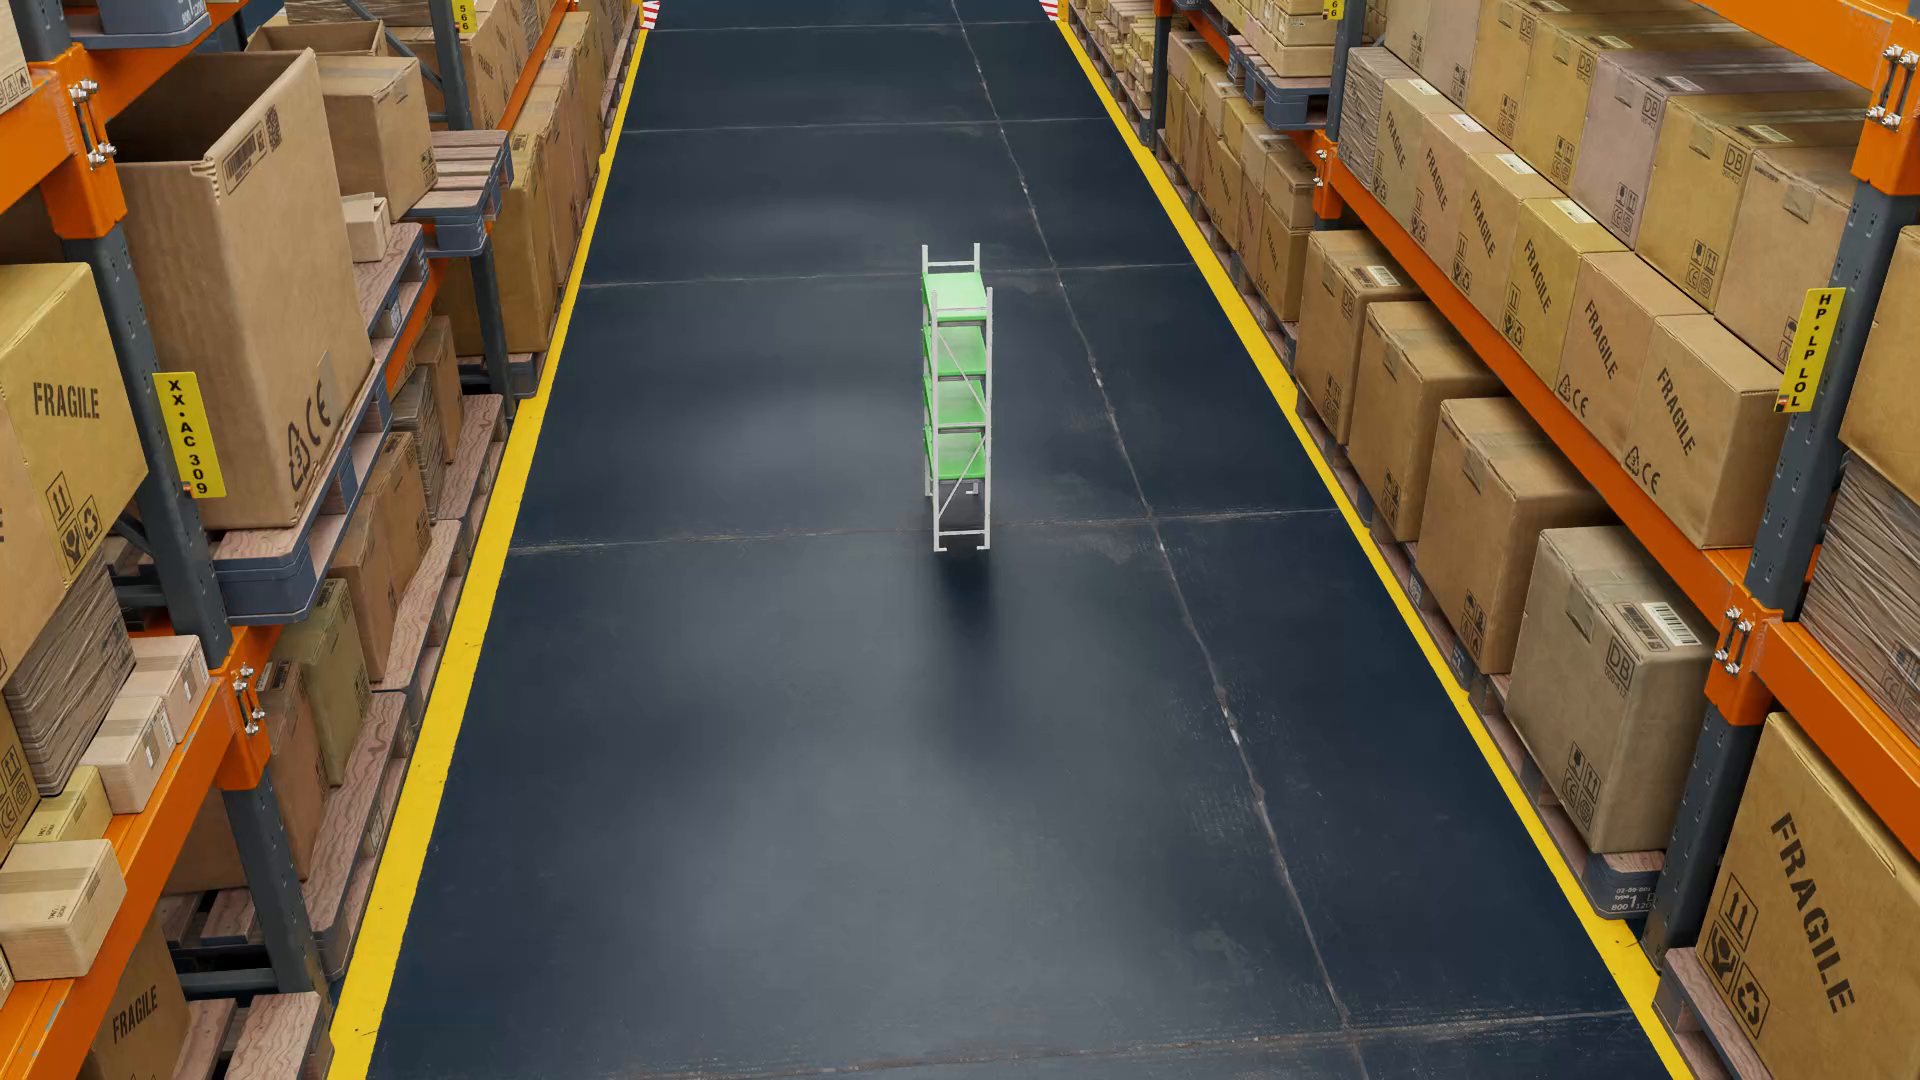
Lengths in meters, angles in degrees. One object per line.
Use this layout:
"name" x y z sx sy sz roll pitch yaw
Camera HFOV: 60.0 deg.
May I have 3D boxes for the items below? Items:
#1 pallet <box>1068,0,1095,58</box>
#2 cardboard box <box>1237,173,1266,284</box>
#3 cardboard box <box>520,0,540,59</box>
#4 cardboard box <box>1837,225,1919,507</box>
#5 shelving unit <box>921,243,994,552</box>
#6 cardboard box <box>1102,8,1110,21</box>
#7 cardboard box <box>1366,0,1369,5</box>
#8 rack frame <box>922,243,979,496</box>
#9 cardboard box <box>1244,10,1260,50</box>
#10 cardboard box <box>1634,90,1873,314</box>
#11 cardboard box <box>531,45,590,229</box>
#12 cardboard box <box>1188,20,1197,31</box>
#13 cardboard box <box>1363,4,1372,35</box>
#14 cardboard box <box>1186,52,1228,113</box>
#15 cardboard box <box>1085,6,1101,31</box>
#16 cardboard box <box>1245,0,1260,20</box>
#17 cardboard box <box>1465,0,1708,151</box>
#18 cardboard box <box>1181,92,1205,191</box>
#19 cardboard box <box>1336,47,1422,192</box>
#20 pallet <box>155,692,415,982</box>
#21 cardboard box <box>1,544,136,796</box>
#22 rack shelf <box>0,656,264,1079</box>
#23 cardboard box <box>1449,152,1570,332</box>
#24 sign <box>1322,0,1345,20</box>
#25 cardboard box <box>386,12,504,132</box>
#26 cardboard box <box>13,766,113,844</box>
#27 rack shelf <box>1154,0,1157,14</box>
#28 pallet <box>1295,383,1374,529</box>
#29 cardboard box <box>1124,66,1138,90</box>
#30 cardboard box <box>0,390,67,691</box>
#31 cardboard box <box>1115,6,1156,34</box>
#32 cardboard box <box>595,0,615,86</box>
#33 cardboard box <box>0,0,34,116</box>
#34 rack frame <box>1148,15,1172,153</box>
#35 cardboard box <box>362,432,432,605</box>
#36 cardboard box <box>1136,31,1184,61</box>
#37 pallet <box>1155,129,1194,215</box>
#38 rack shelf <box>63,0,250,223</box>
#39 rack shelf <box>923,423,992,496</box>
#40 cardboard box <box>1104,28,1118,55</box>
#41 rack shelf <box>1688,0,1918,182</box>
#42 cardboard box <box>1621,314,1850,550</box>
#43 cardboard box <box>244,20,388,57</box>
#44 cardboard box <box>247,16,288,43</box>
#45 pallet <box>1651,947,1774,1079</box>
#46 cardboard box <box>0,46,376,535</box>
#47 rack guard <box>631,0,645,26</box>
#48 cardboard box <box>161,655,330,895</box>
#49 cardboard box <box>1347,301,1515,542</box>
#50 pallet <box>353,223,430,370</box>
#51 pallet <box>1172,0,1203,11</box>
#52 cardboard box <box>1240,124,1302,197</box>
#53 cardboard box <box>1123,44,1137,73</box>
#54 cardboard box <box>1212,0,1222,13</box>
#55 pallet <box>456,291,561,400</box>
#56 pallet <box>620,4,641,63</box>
"pallet" 1.532 -4.501 14.579 1.003 0.211 1.213 -3 31 -5
"cardboard box" 1.866 -1.764 9.307 0.500 0.500 0.500 -2 31 -3
"cardboard box" -2.637 -2.967 9.194 0.500 0.500 0.500 -3 31 -4
"cardboard box" 2.606 -0.364 3.735 0.875 0.550 0.550 -3 31 -5
"shelving unit" -0.015 -0.600 7.084 0.258 1.200 0.503 -3 31 -5
"cardboard box" 1.394 -4.427 13.817 0.380 0.149 0.250 -4 31 -7
"cardboard box" 2.307 -2.928 8.773 0.380 0.149 0.250 -3 31 -4
"rack frame" -0.038 -0.724 7.292 0.240 1.200 0.015 -3 31 -5
"cardboard box" 1.682 -2.629 8.562 0.380 0.149 0.250 -2 31 -4
"cardboard box" 2.504 -1.014 4.950 0.700 0.500 0.500 -3 31 -5
"cardboard box" -2.925 -2.411 10.023 1.225 0.875 0.875 -4 31 -6
"cardboard box" 1.946 -3.911 12.662 0.380 0.149 0.250 -4 31 -6
"cardboard box" 2.314 -2.791 8.834 0.380 0.149 0.250 -1 31 -2
"cardboard box" 1.717 -2.878 10.440 0.500 0.250 0.500 -2 31 -3
"cardboard box" 1.266 -4.435 14.120 0.380 0.149 0.250 -2 31 -4
"cardboard box" 1.679 -2.769 8.507 0.380 0.149 0.250 -2 31 -3
"cardboard box" 2.363 -1.791 6.251 0.700 0.500 0.500 -3 31 -5
"cardboard box" 1.714 -2.558 10.635 0.500 0.500 0.500 -1 31 -2
"cardboard box" 2.005 -1.869 7.357 0.500 0.500 0.500 -2 31 -4
"pallet" -2.416 0.959 5.438 1.003 0.211 1.213 -3 31 -5
"cardboard box" -2.361 0.222 3.566 0.875 0.500 0.500 -3 31 -5
"rack shelf" -2.155 1.490 2.532 1.077 0.370 4.000 -3 31 -5
"cardboard box" 2.147 -1.098 6.065 0.500 0.500 0.500 -3 31 -5
"sign" 1.693 -2.501 7.460 0.100 0.325 0.005 -3 31 -5
"cardboard box" -2.490 -2.187 7.888 0.500 0.500 0.500 -2 31 -3
"cardboard box" -2.052 0.622 3.529 0.380 0.149 0.250 -3 31 -5
"rack shelf" 1.671 -4.823 13.101 1.077 0.370 4.000 -3 31 -5
"pallet" 2.231 -0.465 7.823 1.003 0.211 1.213 -3 31 -5
"cardboard box" 1.453 -3.519 12.588 0.380 0.149 0.250 -4 31 -6
"cardboard box" -1.978 0.032 2.909 0.500 0.500 0.500 -3 31 -5
"cardboard box" 1.408 -4.017 12.841 0.380 0.149 0.250 -4 31 -7
"cardboard box" -3.155 -3.993 12.672 0.875 0.875 0.875 -3 31 -5
"cardboard box" -2.039 -0.843 2.958 0.500 0.250 0.500 -2 31 -3
"rack frame" 1.858 -4.111 11.207 1.000 3.000 0.127 -3 31 -5
"cardboard box" -2.509 -0.085 6.476 0.700 0.500 0.500 0 31 0
"cardboard box" 1.503 -3.620 12.176 0.380 0.149 0.250 -2 31 -4
"pallet" 1.933 -2.516 11.257 1.003 0.211 1.213 -3 31 -5
"rack shelf" -2.529 -1.840 5.182 1.077 0.370 4.000 -3 31 -5
"rack shelf" -0.015 -0.339 7.240 0.258 0.148 0.480 -3 31 -5
"cardboard box" 1.373 -4.037 13.455 0.380 0.149 0.250 -3 31 -5
"rack shelf" 2.419 -2.026 5.494 1.077 0.370 4.000 -3 31 -5
"cardboard box" 2.291 -0.323 4.768 0.500 0.500 0.500 -3 31 -5
"cardboard box" -2.625 -1.832 6.885 0.500 0.500 0.500 -6 31 -11
"cardboard box" -3.008 -2.165 7.853 0.500 0.500 0.500 -2 31 -3
"pallet" 2.599 1.563 4.428 1.003 0.211 1.213 -3 31 -5
"cardboard box" -2.277 -0.690 4.486 1.000 1.000 1.000 -3 31 -4
"rack guard" -3.465 -4.906 14.976 1.175 0.500 0.348 -3 31 -5
"cardboard box" -2.378 0.729 5.112 0.700 0.500 0.500 -5 31 -8
"cardboard box" 2.284 -0.522 6.982 1.050 0.750 0.750 -2 31 -4
"pallet" -2.490 -0.791 5.837 1.003 0.211 1.213 -3 31 -5
"pallet" 1.785 -3.631 10.591 1.003 0.211 1.213 -3 31 -5
"cardboard box" 1.849 -2.092 9.123 0.500 0.250 0.500 -2 31 -4
"cardboard box" 1.432 -3.614 12.456 0.380 0.149 0.250 -4 31 -6
"cardboard box" 1.614 -3.026 9.226 0.380 0.149 0.250 -2 31 -3
"pallet" -2.714 -1.091 8.871 1.003 0.211 1.213 -3 31 -5
"pallet" -3.310 -4.365 14.352 1.003 0.211 1.213 -3 31 -5
